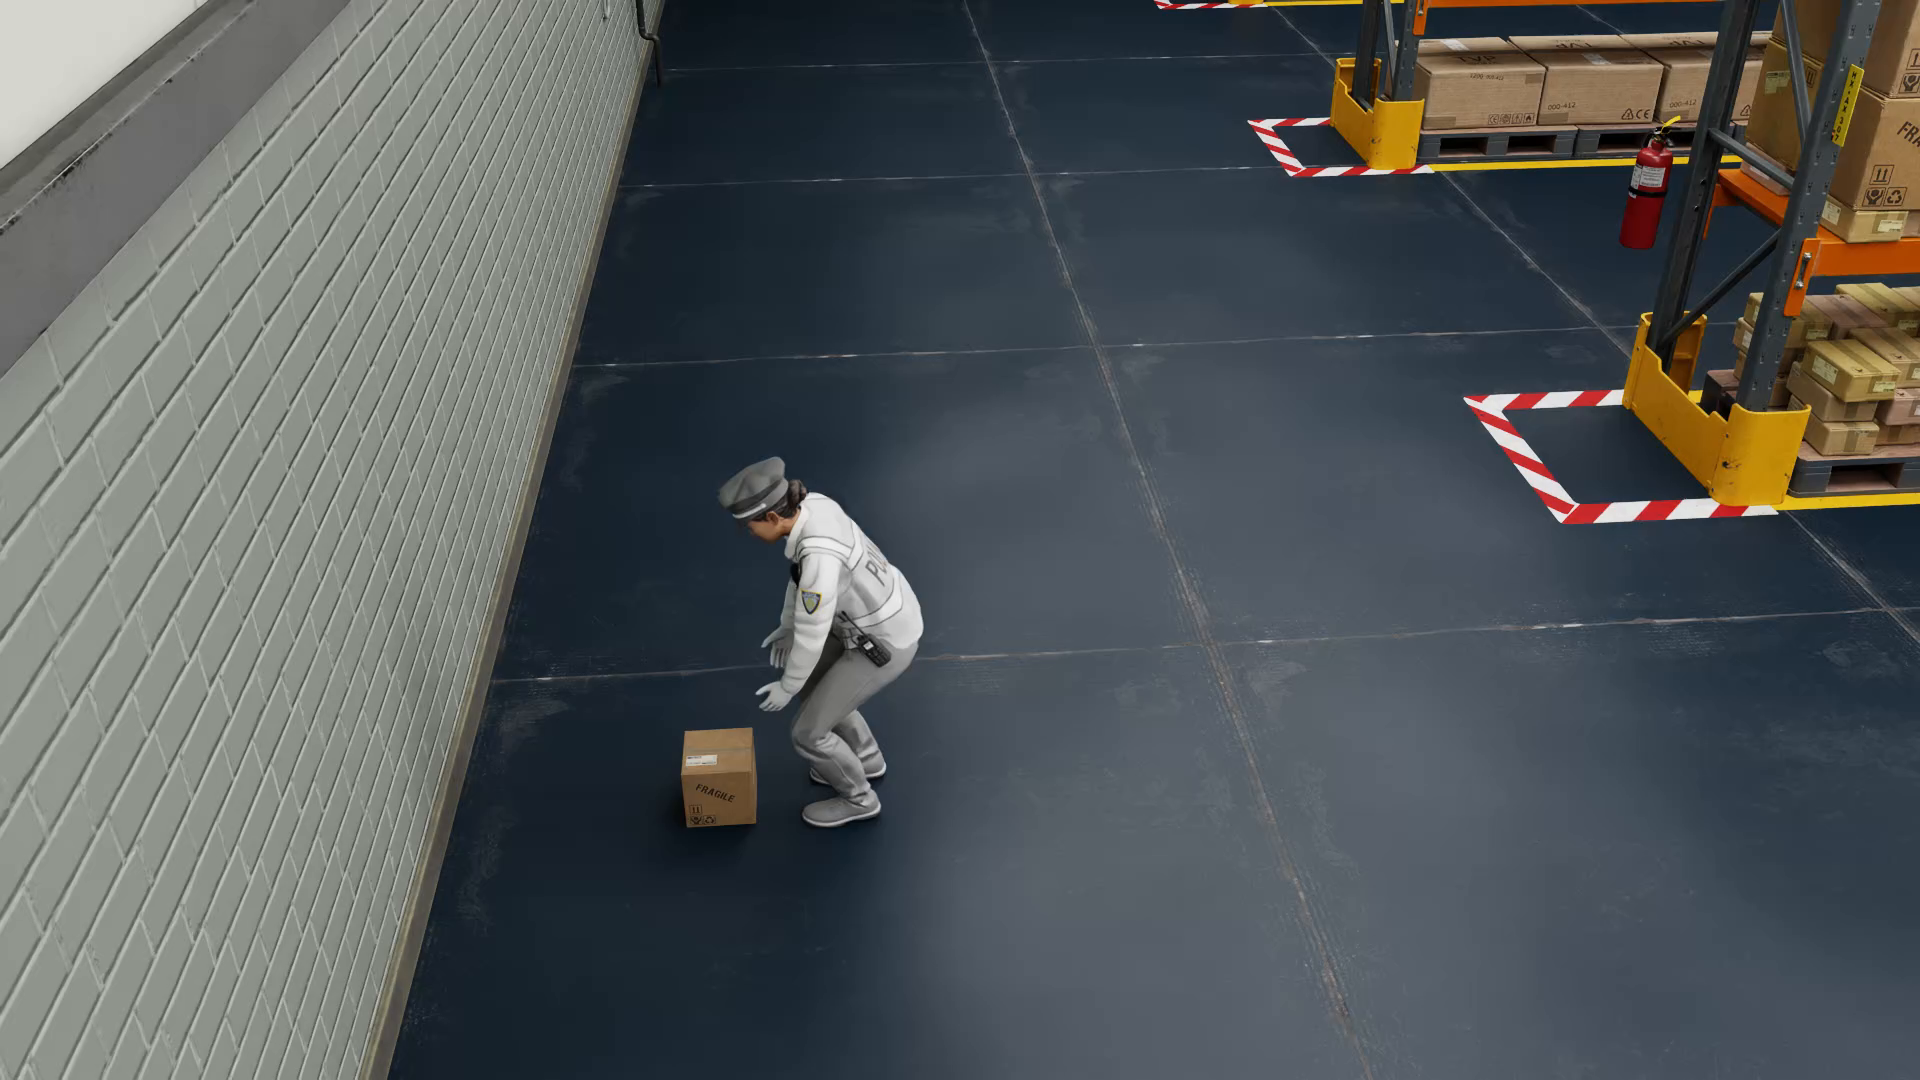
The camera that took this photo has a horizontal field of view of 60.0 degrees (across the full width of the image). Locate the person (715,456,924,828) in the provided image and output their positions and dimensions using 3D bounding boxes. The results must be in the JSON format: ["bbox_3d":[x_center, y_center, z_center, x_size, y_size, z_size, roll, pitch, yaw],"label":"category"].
[{"bbox_3d":[-0.463,0.367,5.779,0.674,1.416,0.534,-3,31,-4],"label":"person"}]
